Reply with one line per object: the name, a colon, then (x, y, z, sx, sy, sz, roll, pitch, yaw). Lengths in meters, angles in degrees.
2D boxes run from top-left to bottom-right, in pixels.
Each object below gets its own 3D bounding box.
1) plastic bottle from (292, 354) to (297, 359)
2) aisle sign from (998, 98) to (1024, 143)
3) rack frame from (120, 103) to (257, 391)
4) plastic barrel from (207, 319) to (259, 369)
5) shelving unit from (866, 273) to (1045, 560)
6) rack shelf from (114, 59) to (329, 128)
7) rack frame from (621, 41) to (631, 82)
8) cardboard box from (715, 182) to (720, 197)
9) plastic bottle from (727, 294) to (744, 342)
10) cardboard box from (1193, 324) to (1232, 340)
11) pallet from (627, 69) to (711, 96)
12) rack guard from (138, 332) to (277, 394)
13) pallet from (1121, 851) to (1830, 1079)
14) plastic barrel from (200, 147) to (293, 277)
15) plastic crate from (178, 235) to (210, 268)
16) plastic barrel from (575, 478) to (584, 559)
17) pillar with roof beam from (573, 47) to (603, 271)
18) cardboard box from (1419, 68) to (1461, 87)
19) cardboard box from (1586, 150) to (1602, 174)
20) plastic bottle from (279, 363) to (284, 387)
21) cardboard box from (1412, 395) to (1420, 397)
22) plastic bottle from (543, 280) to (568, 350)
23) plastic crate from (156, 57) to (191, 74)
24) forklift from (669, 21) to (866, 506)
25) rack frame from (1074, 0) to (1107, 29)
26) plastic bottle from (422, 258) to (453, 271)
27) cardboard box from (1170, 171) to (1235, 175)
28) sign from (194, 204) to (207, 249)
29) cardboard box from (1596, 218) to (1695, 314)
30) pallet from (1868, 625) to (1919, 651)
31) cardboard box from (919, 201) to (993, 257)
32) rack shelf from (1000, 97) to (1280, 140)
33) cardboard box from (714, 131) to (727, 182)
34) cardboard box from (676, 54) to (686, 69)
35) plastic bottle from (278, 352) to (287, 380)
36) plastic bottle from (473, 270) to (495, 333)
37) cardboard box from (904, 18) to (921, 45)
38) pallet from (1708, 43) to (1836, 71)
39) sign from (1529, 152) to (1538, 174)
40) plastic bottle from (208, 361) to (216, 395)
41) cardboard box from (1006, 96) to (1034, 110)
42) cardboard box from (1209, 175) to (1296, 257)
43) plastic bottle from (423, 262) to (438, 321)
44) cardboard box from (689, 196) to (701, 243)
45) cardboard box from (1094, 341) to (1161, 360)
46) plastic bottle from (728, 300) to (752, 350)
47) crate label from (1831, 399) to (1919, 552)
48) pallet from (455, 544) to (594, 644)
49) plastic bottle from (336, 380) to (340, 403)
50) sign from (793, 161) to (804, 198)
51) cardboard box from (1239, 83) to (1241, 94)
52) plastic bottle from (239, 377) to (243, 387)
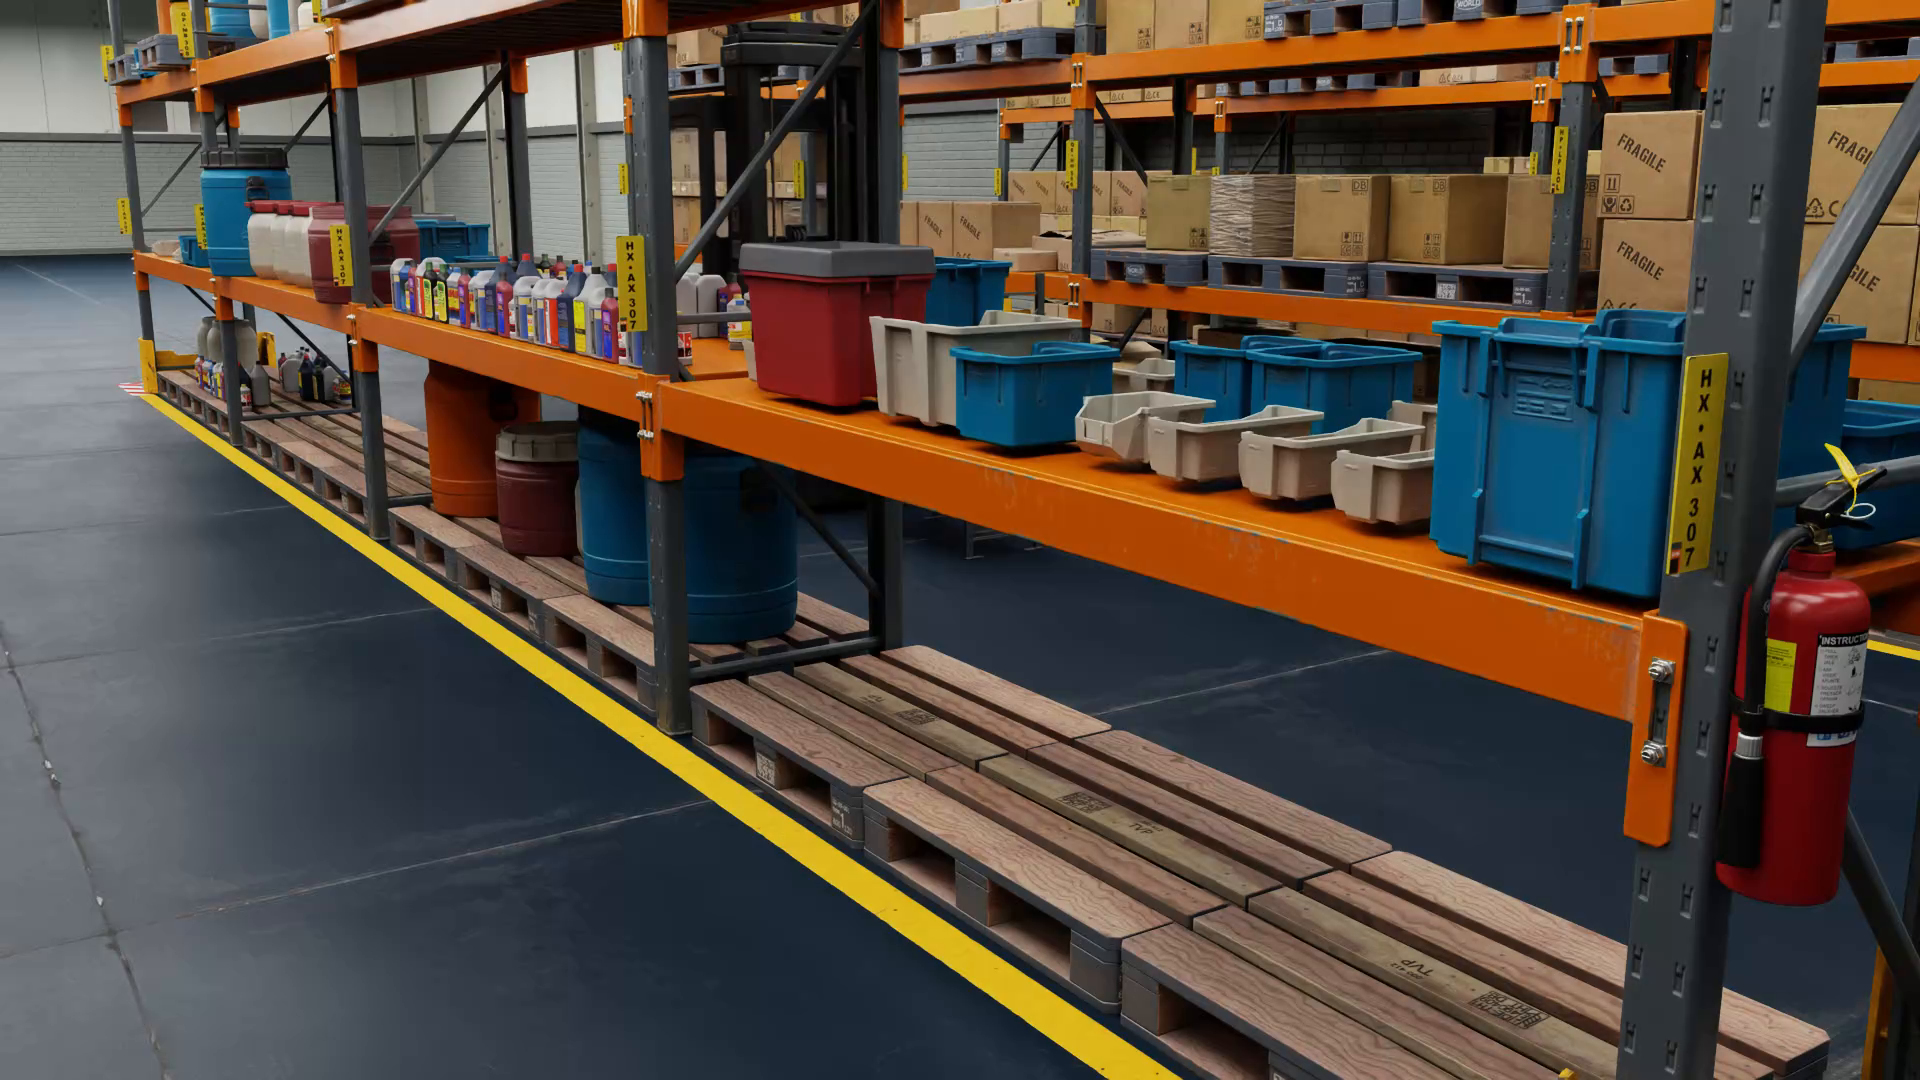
plastic bottle: (-5.744, -1.483, 14.466, 0.152, 0.276, 0.135, -9, 15, -34)
aisle sign: (0.638, -5.366, 20.792, 0.394, 0.787, 0.004, -8, 15, -33)
rack frame: (-7.320, -2.946, 15.811, 1.000, 3.000, 0.127, -8, 15, -33)
plastic barrel: (-6.614, -1.739, 15.131, 0.421, 0.512, 0.421, 0, 12, 0)
shelving unit: (-0.047, -0.748, 9.271, 0.538, 1.500, 1.048, -8, 15, -33)
rack shelf: (-6.212, -3.704, 13.941, 1.077, 0.370, 4.000, -8, 15, -33)
rack frame: (-3.194, -6.462, 17.848, 1.000, 3.000, 0.127, -8, 15, -33)
cardboard box: (-2.305, -3.528, 16.723, 0.380, 0.149, 0.250, -8, 15, -32)
plastic bottle: (-0.963, -0.966, 7.221, 0.097, 0.201, 0.097, 0, 12, 0)
cardboard box: (2.822, -2.330, 18.595, 0.380, 0.166, 0.250, -11, 16, -40)
pallet: (-2.824, -4.825, 17.589, 1.003, 0.211, 1.213, -8, 15, -33)
rack guard: (-7.239, -1.717, 16.042, 1.175, 0.500, 0.348, -8, 15, -33)
pallet: (1.120, 1.111, 3.789, 1.003, 0.211, 1.213, -8, 15, -33)
plastic barrel: (-5.142, -2.375, 12.027, 0.600, 0.901, 0.708, -8, 15, -33)
plastic crate: (-5.943, -2.327, 13.327, 0.499, 0.251, 0.616, -8, 15, -33)
plastic barrel: (-1.589, -0.137, 7.808, 0.421, 0.512, 0.421, 0, 12, 0)
pillar with roof beam: (-11.521, -9.719, 32.740, 9.100, 9.000, 0.400, -8, 15, -33)
cardboard box: (4.719, -4.463, 15.438, 0.797, 0.503, 0.637, -6, 14, -25)
cardboard box: (5.413, -3.150, 14.011, 0.500, 0.250, 0.500, -8, 14, -31)
plastic bottle: (-5.837, -1.428, 14.392, 0.097, 0.201, 0.097, 0, 12, 0)
cardboard box: (2.814, -0.689, 10.314, 0.500, 0.500, 0.500, -8, 15, -32)
plastic bottle: (-1.641, -0.938, 6.918, 0.152, 0.276, 0.135, -8, 15, -33)
plastic crate: (-6.330, -3.809, 13.353, 0.243, 0.136, 0.396, -8, 15, -33)
forklift: (-1.303, -1.892, 11.152, 1.130, 2.935, 3.031, -7, 14, -30)
rack frame: (1.238, -5.039, 11.342, 1.000, 3.000, 0.127, -8, 15, -33)
plastic bottle: (-2.790, -1.365, 8.874, 0.152, 0.276, 0.135, -8, 15, -33)
cardboard box: (2.624, -3.757, 18.071, 0.500, 0.500, 0.500, -8, 15, -33)
sign: (-5.568, -2.307, 12.240, 0.100, 0.325, 0.005, -8, 15, -33)
cardboard box: (3.510, -1.323, 8.157, 0.500, 0.500, 0.500, -8, 14, -31)
pallet: (4.514, 0.304, 7.476, 1.003, 0.211, 1.213, -8, 15, -33)
cardboard box: (0.003, -2.548, 13.756, 0.500, 0.500, 0.500, -8, 15, -33)
rack shelf: (2.035, -4.877, 19.303, 1.077, 0.370, 4.000, -8, 15, -33)
cardboard box: (-2.064, -3.849, 16.669, 0.700, 0.500, 0.500, -8, 15, -33)
cardboard box: (-2.689, -4.918, 17.084, 0.380, 0.149, 0.250, -8, 15, -33)
plastic bottle: (-5.909, -1.498, 14.520, 0.061, 0.283, 0.133, -8, 15, -33)
plastic bottle: (-2.149, -1.101, 7.664, 0.152, 0.276, 0.135, -8, 15, -33)
cardboard box: (-0.338, -4.209, 13.936, 0.500, 0.250, 0.500, -10, 16, -38)
pallet: (6.383, -3.762, 12.964, 1.003, 0.211, 1.213, -7, 14, -30)
sign: (4.913, -3.157, 14.251, 0.100, 0.325, 0.005, -8, 15, -33)
plastic bottle: (-6.217, -1.354, 13.888, 0.097, 0.271, 0.097, 0, 12, 0)
cardboard box: (0.905, -5.553, 20.433, 0.500, 0.500, 0.500, -8, 14, -31)
cardboard box: (2.028, -2.079, 10.629, 0.700, 0.500, 0.500, -5, 13, -22)
plastic bottle: (-2.624, -1.239, 8.281, 0.061, 0.283, 0.133, -8, 15, -33)
cardboard box: (-2.381, -3.314, 17.261, 0.700, 0.500, 0.500, -8, 15, -32)
cardboard box: (1.192, -1.372, 12.757, 0.500, 0.311, 0.500, -8, 14, -31)
plastic bottle: (-0.907, -0.889, 6.871, 0.097, 0.201, 0.097, 0, 12, 0)
crate label: (1.682, -0.131, 3.190, 0.416, 0.233, 0.303, -8, 15, -33)
pallet: (-1.744, 0.191, 7.993, 1.003, 0.211, 1.213, -8, 15, -33)
plastic bottle: (-4.972, -1.209, 13.389, 0.097, 0.201, 0.097, 0, 12, 0)
sign: (-1.439, -3.216, 14.834, 0.100, 0.325, 0.005, -8, 15, -33)
cardboard box: (3.082, -5.048, 18.122, 0.500, 0.500, 0.500, -8, 14, -31)
plastic bottle: (-5.645, -1.169, 13.014, 0.061, 0.283, 0.133, -7, 14, -30)
